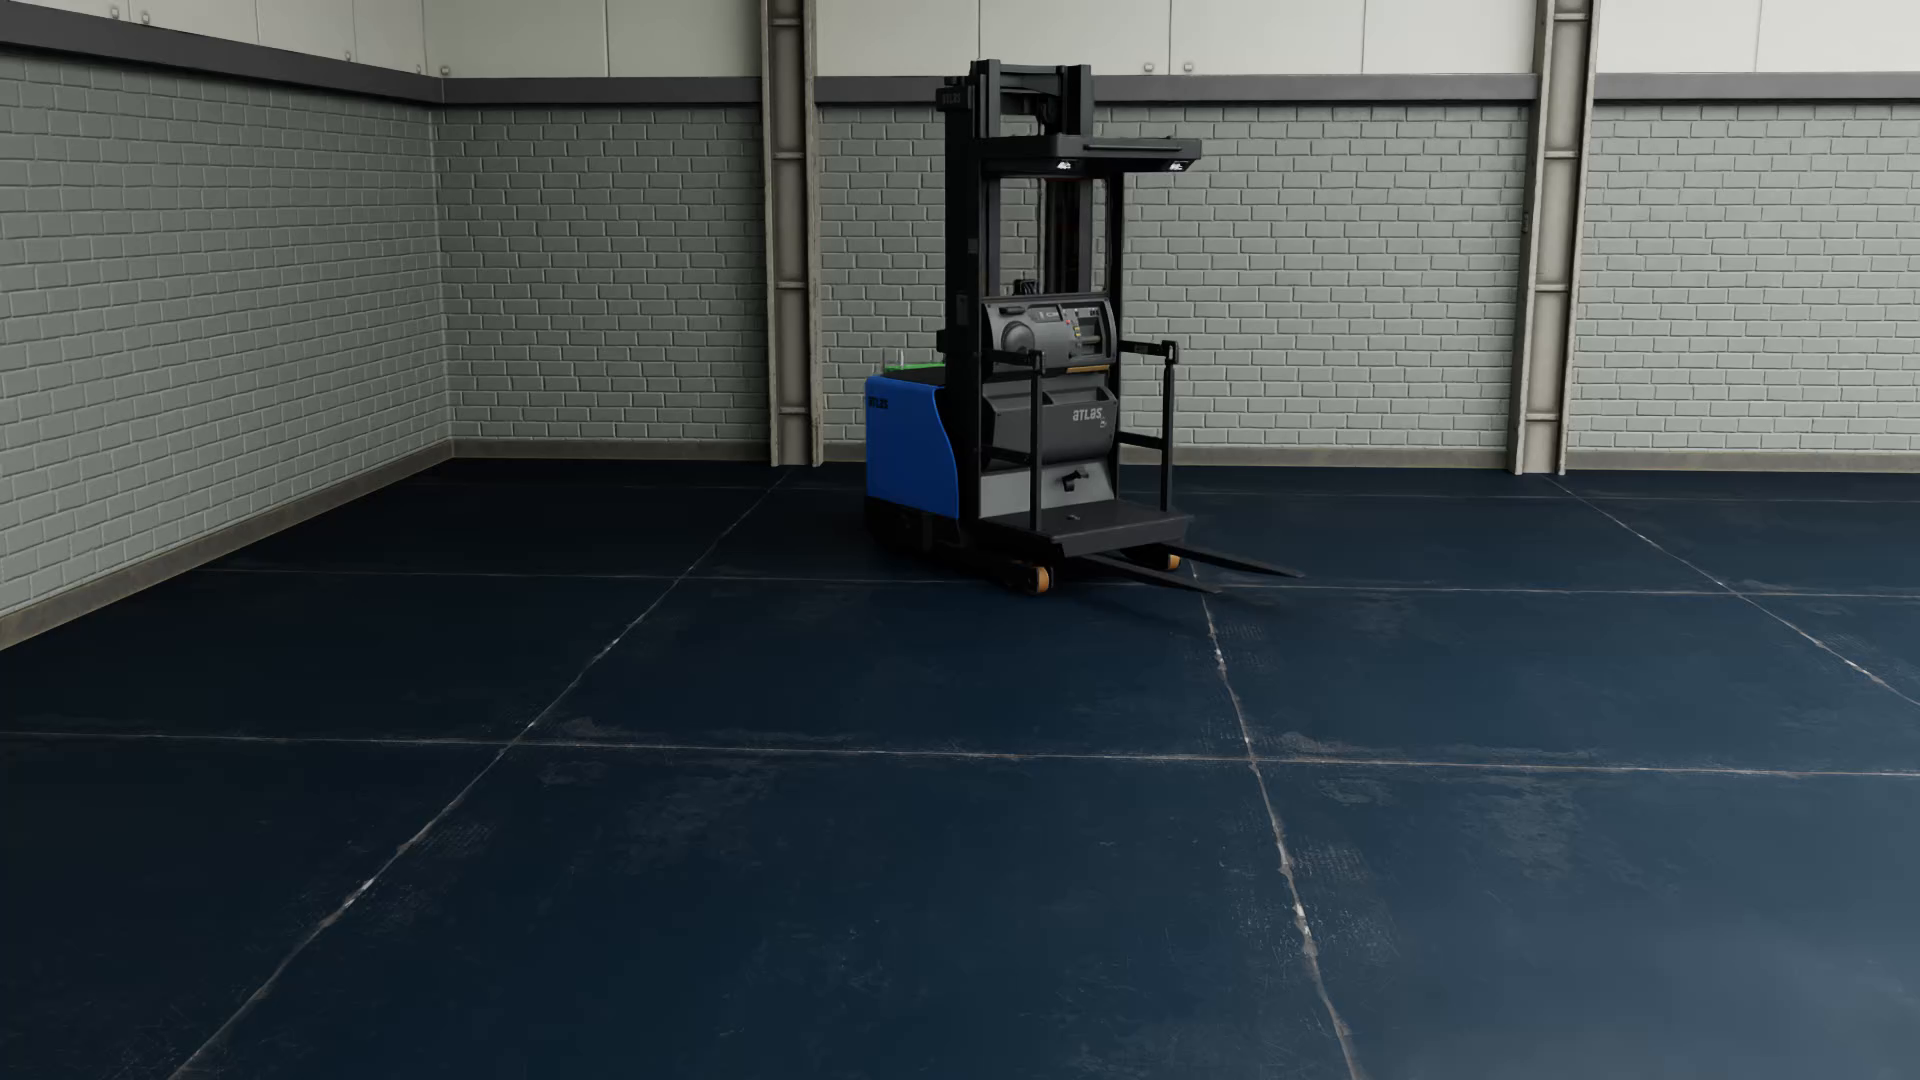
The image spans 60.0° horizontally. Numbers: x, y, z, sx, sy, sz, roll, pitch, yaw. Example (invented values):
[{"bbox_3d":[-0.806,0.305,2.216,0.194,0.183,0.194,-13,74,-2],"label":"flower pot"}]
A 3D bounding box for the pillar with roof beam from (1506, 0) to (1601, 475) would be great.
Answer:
[{"bbox_3d":[4.349,-4.079,8.287,0.400,9.000,9.100,1,12,4],"label":"pillar with roof beam"}]

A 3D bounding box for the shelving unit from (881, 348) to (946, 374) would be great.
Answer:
[{"bbox_3d":[-0.244,-0.680,11.086,0.503,1.200,0.258,-9,15,-35],"label":"shelving unit"}]

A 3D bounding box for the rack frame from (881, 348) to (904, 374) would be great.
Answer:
[{"bbox_3d":[-0.441,-0.650,10.945,0.015,1.200,0.240,-9,15,-35],"label":"rack frame"}]

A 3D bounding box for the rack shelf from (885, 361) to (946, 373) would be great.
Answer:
[{"bbox_3d":[-0.244,-1.087,11.001,0.480,0.148,0.258,-9,15,-35],"label":"rack shelf"}]

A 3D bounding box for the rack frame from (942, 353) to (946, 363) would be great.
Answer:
[{"bbox_3d":[-0.047,-0.709,11.227,0.015,1.200,0.240,-9,15,-35],"label":"rack frame"}]

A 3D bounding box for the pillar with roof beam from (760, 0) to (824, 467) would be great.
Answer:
[{"bbox_3d":[-1.637,-4.161,8.680,0.400,9.000,9.100,1,12,4],"label":"pillar with roof beam"}]

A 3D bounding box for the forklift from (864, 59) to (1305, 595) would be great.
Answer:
[{"bbox_3d":[0.661,-1.241,9.540,1.130,2.935,3.031,-9,15,-35],"label":"forklift"}]
